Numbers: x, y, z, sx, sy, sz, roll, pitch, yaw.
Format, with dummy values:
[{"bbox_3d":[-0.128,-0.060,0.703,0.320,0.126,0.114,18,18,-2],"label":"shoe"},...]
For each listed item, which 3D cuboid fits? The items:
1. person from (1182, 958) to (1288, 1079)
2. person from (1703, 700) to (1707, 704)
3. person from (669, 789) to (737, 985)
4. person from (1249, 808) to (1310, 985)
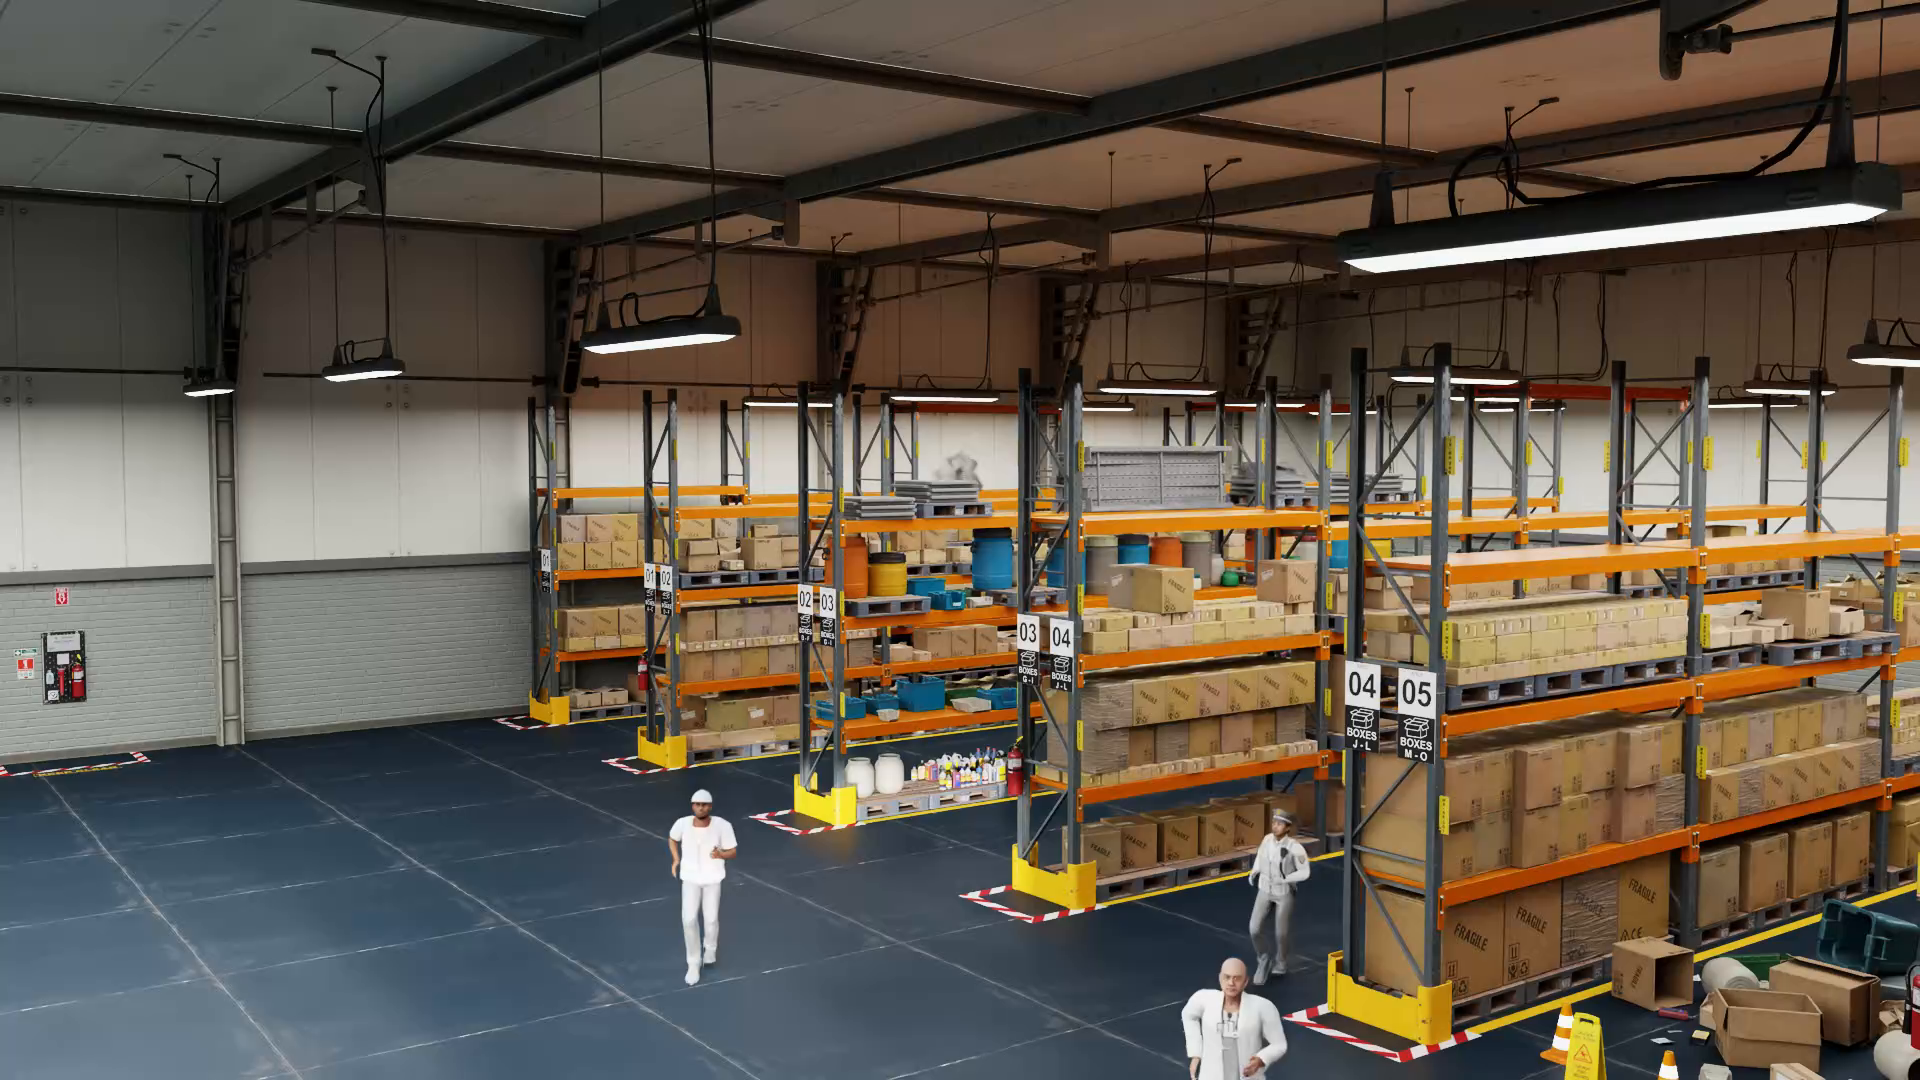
[{"bbox_3d":[1.794,3.647,10.915,0.688,1.839,0.836,1,3,9],"label":"person"},{"bbox_3d":[10.356,3.015,23.225,0.530,1.549,0.512,-3,4,-39],"label":"person"},{"bbox_3d":[-2.497,3.326,16.116,0.674,1.826,0.732,0,3,-5],"label":"person"},{"bbox_3d":[3.043,3.400,15.828,0.645,1.735,0.603,3,4,39],"label":"person"}]
